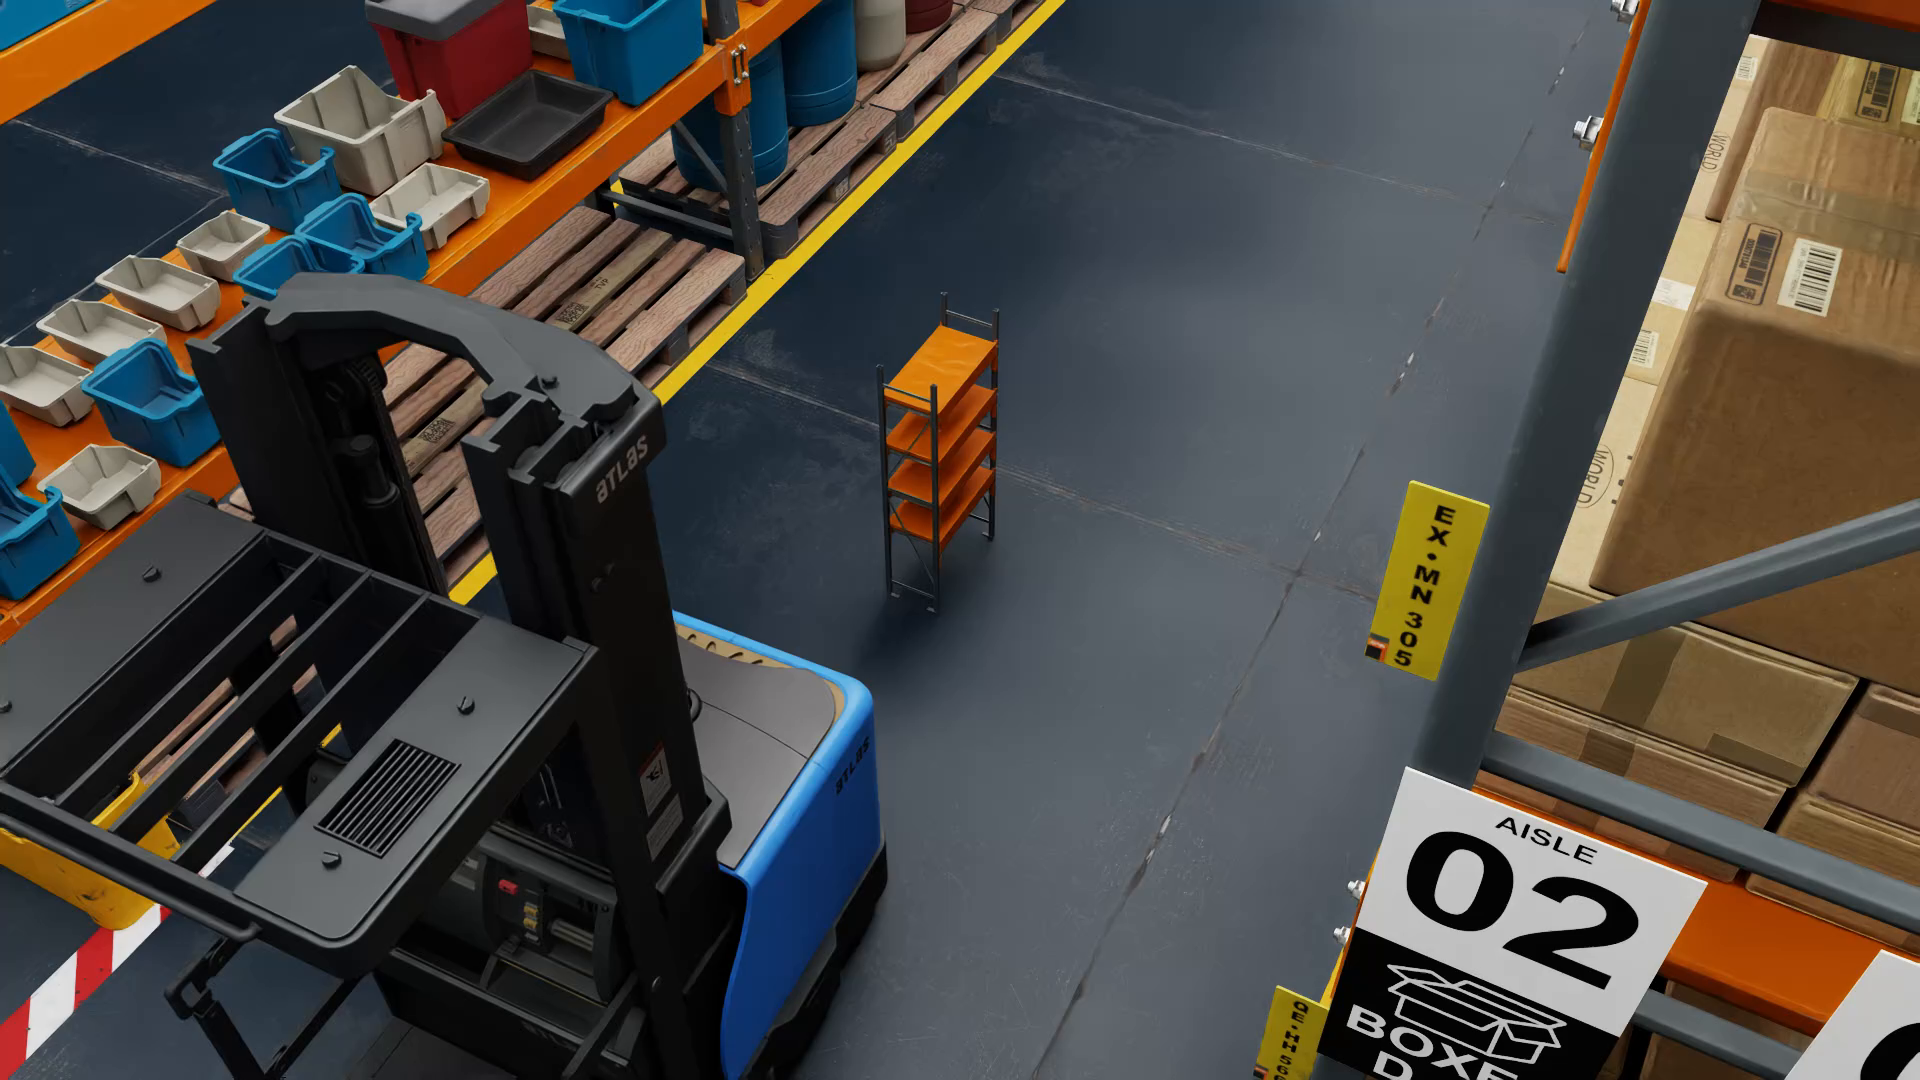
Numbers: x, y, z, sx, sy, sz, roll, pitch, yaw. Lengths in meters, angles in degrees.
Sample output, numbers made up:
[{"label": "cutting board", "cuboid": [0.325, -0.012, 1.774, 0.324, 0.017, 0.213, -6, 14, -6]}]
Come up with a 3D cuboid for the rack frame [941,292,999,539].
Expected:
[{"label": "rack frame", "cuboid": [0.036, -0.471, 6.652, 0.240, 1.200, 0.015, 20, 49, 19]}]

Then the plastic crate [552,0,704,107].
[{"label": "plastic crate", "cuboid": [-1.367, -2.147, 7.012, 0.392, 0.384, 0.575, 20, 49, 19]}]

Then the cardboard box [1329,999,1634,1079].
[{"label": "cardboard box", "cuboid": [1.040, 0.862, 3.296, 0.500, 0.500, 0.500, 20, 49, 19]}]

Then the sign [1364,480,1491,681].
[{"label": "sign", "cuboid": [0.595, 0.058, 2.132, 0.100, 0.325, 0.005, 20, 49, 19]}]

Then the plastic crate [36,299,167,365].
[{"label": "plastic crate", "cuboid": [-2.943, -0.698, 5.754, 0.396, 0.136, 0.243, 20, 49, 19]}]

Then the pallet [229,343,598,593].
[{"label": "pallet", "cuboid": [-2.324, -0.310, 7.188, 1.003, 0.211, 1.213, 20, 49, 19]}]

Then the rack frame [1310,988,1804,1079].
[{"label": "rack frame", "cuboid": [1.077, 1.620, 3.320, 1.000, 3.000, 0.127, 20, 49, 19]}]

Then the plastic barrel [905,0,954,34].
[{"label": "plastic barrel", "cuboid": [-0.331, -3.333, 9.615, 0.600, 0.588, 0.708, 20, 49, 19]}]

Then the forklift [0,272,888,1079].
[{"label": "forklift", "cuboid": [-1.341, 0.968, 4.013, 1.130, 2.935, 3.031, 19, 48, 18]}]

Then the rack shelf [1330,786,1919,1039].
[{"label": "rack shelf", "cuboid": [2.005, -0.442, 3.754, 1.077, 0.370, 4.000, 20, 49, 19]}]

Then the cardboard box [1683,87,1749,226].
[{"label": "cardboard box", "cuboid": [1.557, -0.594, 3.153, 0.500, 0.250, 0.500, 20, 49, 19]}]

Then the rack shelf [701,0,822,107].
[{"label": "rack shelf", "cuboid": [-0.524, -3.545, 8.930, 1.077, 0.370, 4.000, 20, 49, 19]}]

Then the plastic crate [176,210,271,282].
[{"label": "plastic crate", "cuboid": [-2.715, -1.074, 6.126, 0.298, 0.136, 0.250, 20, 49, 19]}]

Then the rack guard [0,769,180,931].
[{"label": "rack guard", "cuboid": [-3.308, 0.880, 5.809, 1.175, 0.500, 0.348, 20, 49, 19]}]

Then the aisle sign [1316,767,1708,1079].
[{"label": "aisle sign", "cuboid": [0.774, 0.648, 2.453, 0.394, 0.787, 0.004, 20, 49, 19]}]

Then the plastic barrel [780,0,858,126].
[{"label": "plastic barrel", "cuboid": [-0.856, -2.731, 8.800, 0.600, 0.901, 0.708, 20, 49, 19]}]

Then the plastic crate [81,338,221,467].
[{"label": "plastic crate", "cuboid": [-2.597, -0.442, 5.433, 0.416, 0.233, 0.300, 20, 49, 19]}]

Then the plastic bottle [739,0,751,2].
[{"label": "plastic bottle", "cuboid": [-0.983, -2.661, 7.585, 0.144, 0.351, 0.185, 20, 49, 19]}]

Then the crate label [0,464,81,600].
[{"label": "crate label", "cuboid": [-2.903, -0.027, 5.023, 0.416, 0.233, 0.303, 20, 49, 19]}]

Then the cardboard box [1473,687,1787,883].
[{"label": "cardboard box", "cuboid": [1.082, 0.207, 2.712, 0.500, 0.250, 0.500, 20, 49, 19]}]

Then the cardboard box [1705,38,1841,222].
[{"label": "cardboard box", "cuboid": [1.745, -0.788, 2.817, 0.700, 0.500, 0.500, 20, 49, 19]}]

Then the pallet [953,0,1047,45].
[{"label": "pallet", "cuboid": [0.076, -3.567, 10.407, 1.003, 0.211, 1.213, 20, 49, 19]}]

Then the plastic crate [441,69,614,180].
[{"label": "plastic crate", "cuboid": [-1.734, -1.668, 6.721, 0.437, 0.125, 0.590, 20, 49, 19]}]

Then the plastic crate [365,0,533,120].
[{"label": "plastic crate", "cuboid": [-2.089, -2.102, 6.911, 0.402, 0.464, 0.583, 20, 49, 19]}]

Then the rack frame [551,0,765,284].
[{"label": "rack frame", "cuboid": [-1.452, -2.538, 7.429, 1.000, 3.000, 0.127, 20, 49, 19]}]

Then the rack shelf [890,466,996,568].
[{"label": "rack shelf", "cuboid": [-0.077, -0.131, 6.689, 0.258, 0.148, 0.480, 20, 49, 19]}]

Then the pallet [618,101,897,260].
[{"label": "pallet", "cuboid": [-1.057, -2.030, 8.888, 1.003, 0.211, 1.213, 20, 49, 19]}]

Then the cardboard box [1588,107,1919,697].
[{"label": "cardboard box", "cuboid": [1.301, -0.150, 2.187, 0.700, 0.500, 0.500, 20, 49, 19]}]

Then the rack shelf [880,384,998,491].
[{"label": "rack shelf", "cuboid": [-0.077, -0.427, 6.389, 0.258, 0.148, 0.480, 20, 49, 19]}]

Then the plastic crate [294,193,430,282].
[{"label": "plastic crate", "cuboid": [-2.152, -1.046, 6.030, 0.416, 0.233, 0.300, 20, 49, 19]}]

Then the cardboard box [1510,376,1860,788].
[{"label": "cardboard box", "cuboid": [1.089, 0.034, 2.532, 0.500, 0.250, 0.500, 20, 49, 19]}]

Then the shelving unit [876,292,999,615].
[{"label": "shelving unit", "cuboid": [-0.077, -0.317, 6.500, 0.258, 1.200, 0.503, 20, 49, 19]}]
